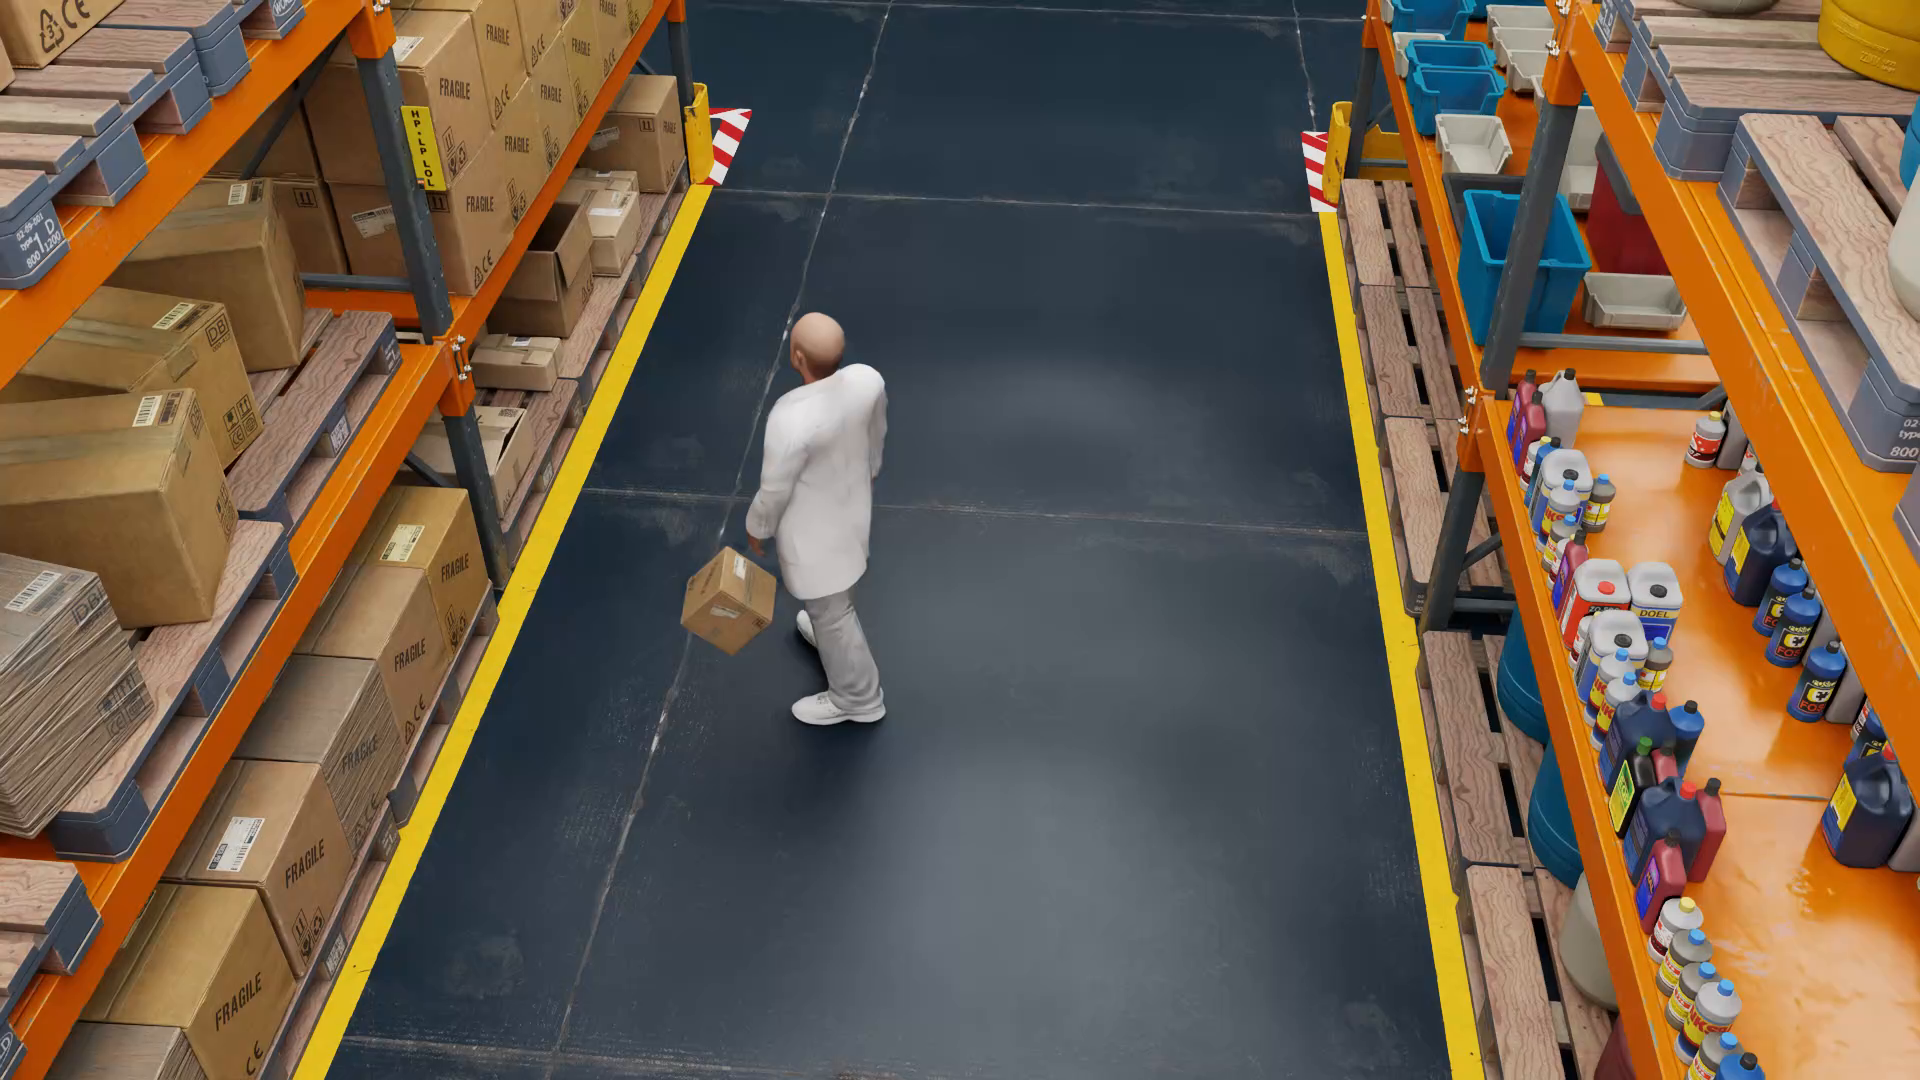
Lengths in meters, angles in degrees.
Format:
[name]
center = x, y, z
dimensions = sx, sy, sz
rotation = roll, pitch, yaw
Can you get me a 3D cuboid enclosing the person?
[person]
center = -0.535, -0.111, 6.294
dimensions = 0.665, 1.776, 0.658
rotation = 26, 46, 28
